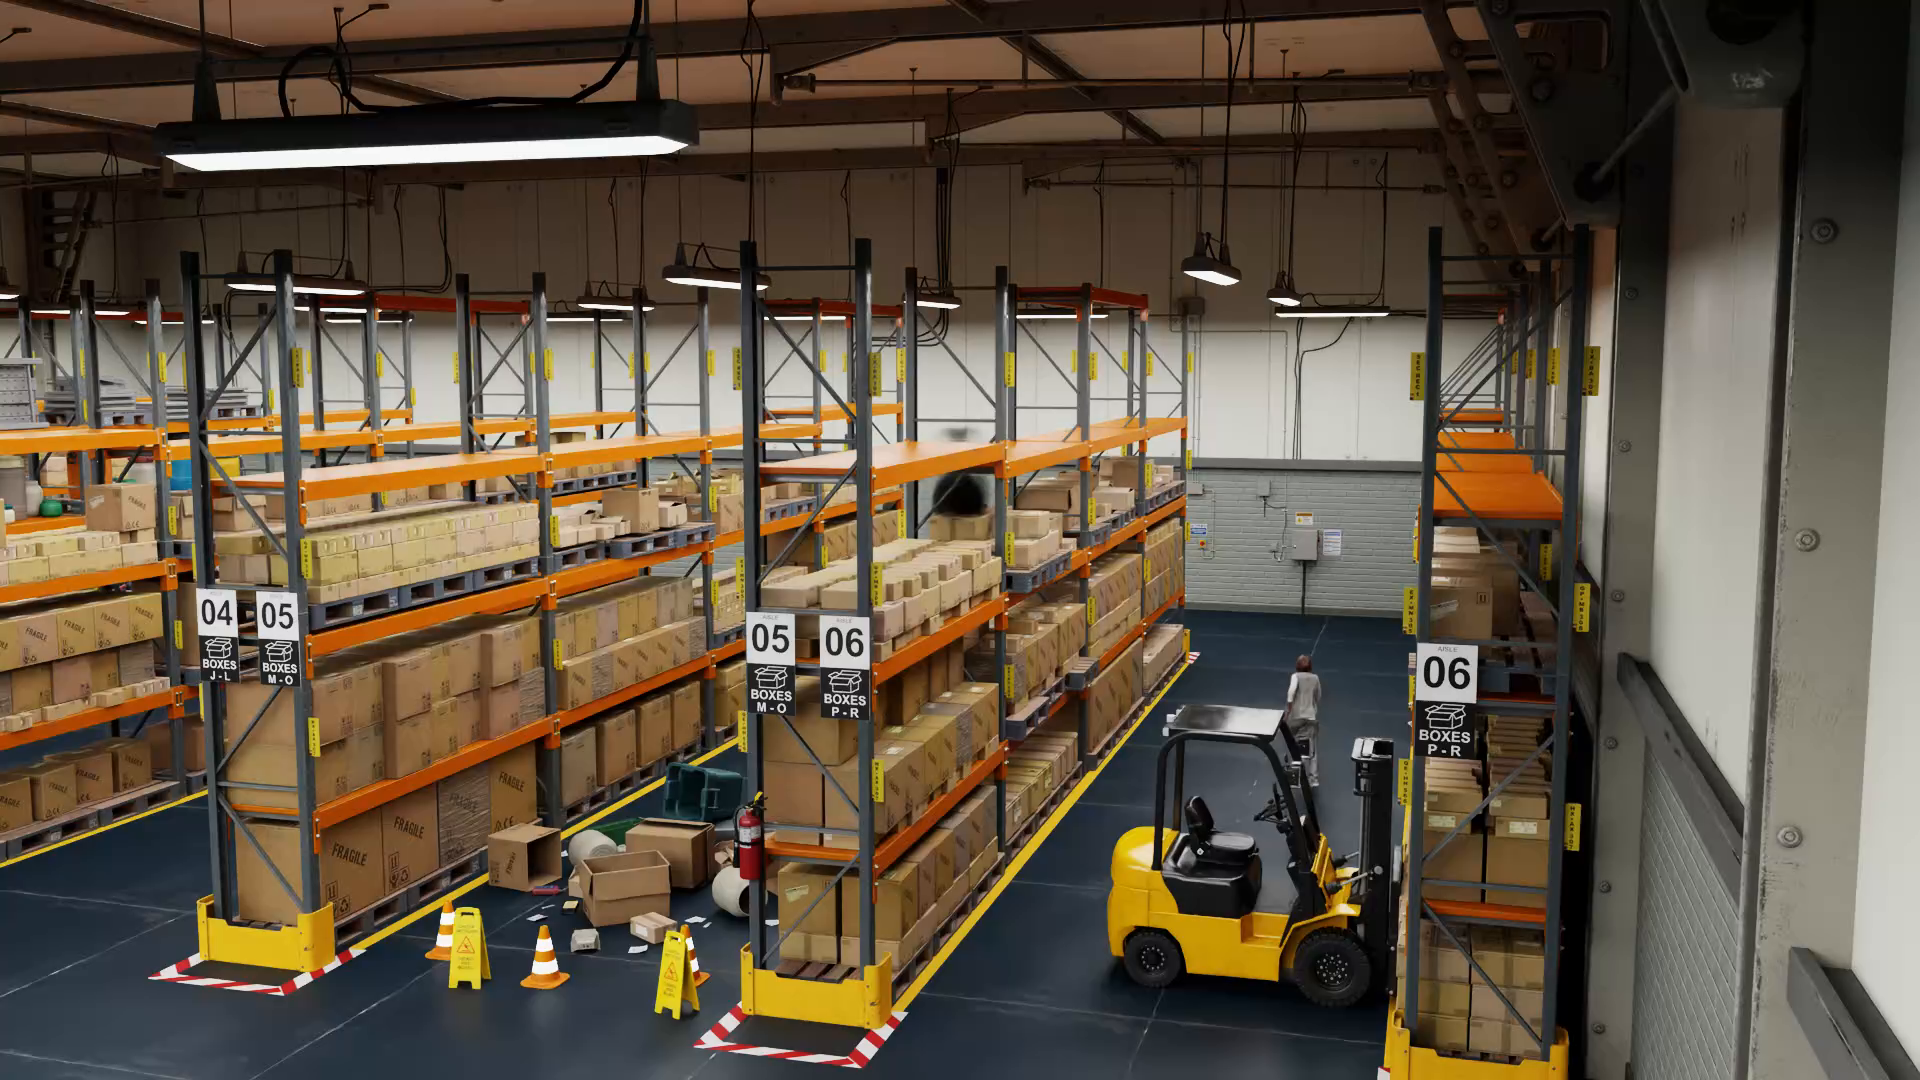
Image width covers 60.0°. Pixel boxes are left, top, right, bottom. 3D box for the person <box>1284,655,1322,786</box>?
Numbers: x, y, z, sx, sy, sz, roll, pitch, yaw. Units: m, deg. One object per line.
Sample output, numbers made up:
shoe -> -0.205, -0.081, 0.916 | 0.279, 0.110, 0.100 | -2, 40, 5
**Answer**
person -> 4.124, 2.170, 19.975 | 0.530, 1.548, 0.899 | -1, 6, -5
